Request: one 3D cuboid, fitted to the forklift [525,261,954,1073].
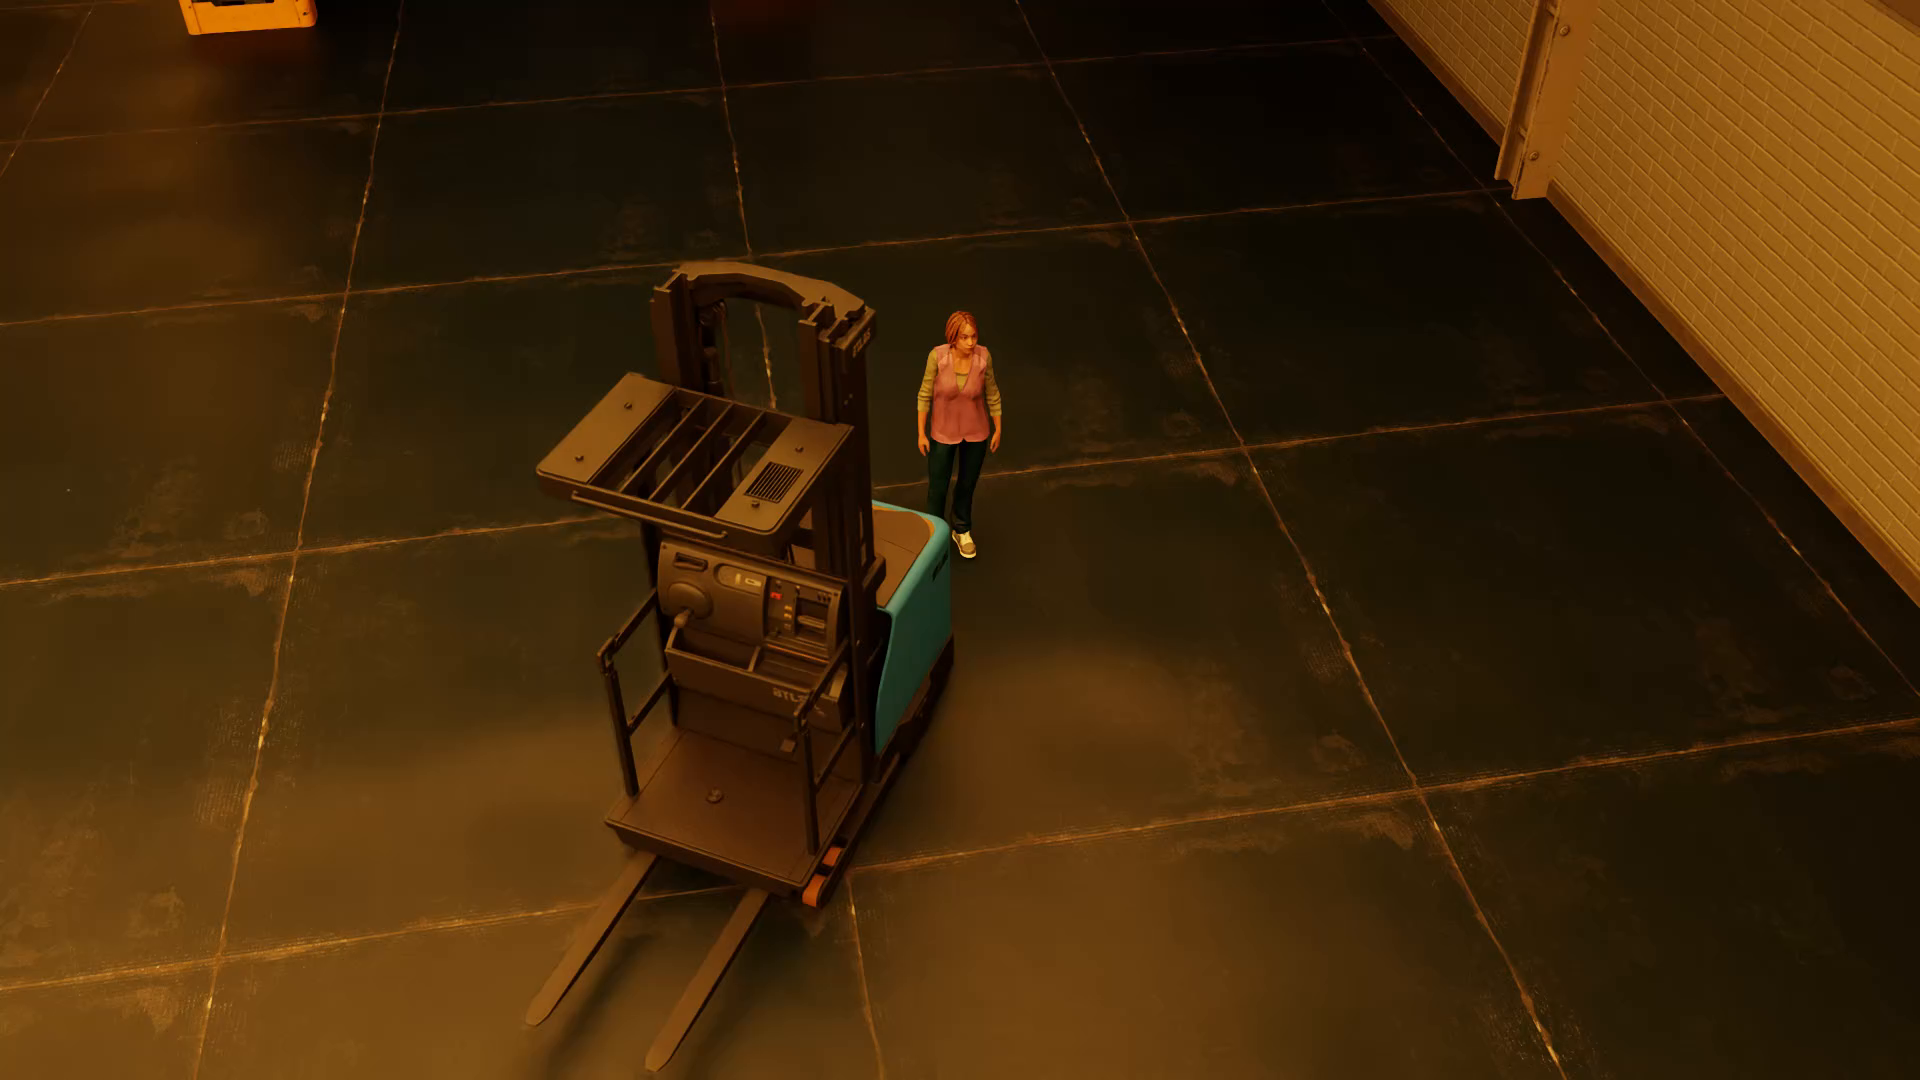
[{"bbox_3d":[-1.056,0.361,7.533,1.130,2.935,3.031,15,42,17],"label":"forklift"}]

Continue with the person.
[{"bbox_3d":[0.000,-0.565,9.641,0.521,1.599,0.473,-7,41,-8],"label":"person"}]
